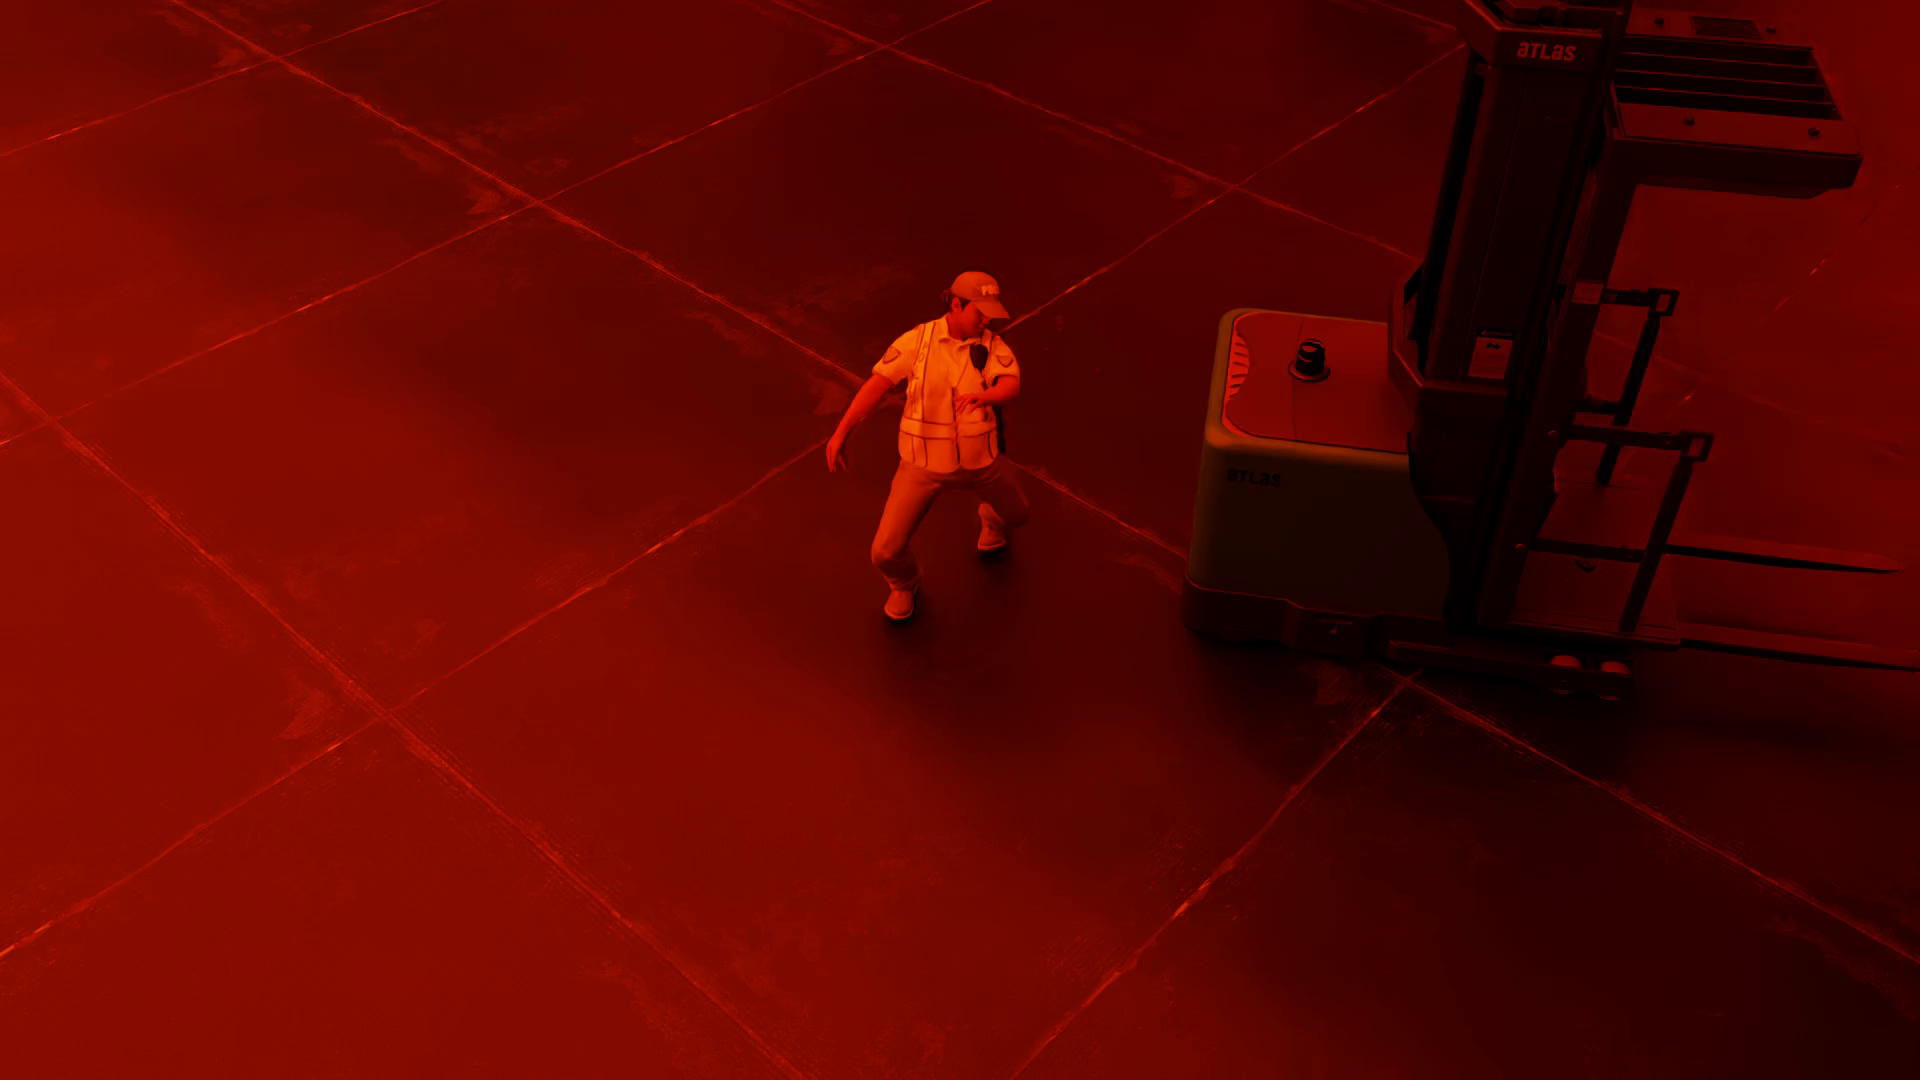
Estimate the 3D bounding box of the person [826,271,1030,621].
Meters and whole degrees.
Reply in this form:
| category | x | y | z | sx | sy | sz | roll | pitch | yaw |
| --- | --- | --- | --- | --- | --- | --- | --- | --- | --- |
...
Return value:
| category | x | y | z | sx | sy | sz | roll | pitch | yaw |
| --- | --- | --- | --- | --- | --- | --- | --- | --- | --- |
| person | -0.122 | -0.326 | 6.911 | 0.888 | 1.473 | 0.798 | -11 | 42 | -12 |

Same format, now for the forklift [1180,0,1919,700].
| category | x | y | z | sx | sy | sz | roll | pitch | yaw |
| --- | --- | --- | --- | --- | --- | --- | --- | --- | --- |
| forklift | 2.519 | -0.826 | 6.391 | 3.031 | 2.935 | 1.130 | 7 | 41 | 8 |
